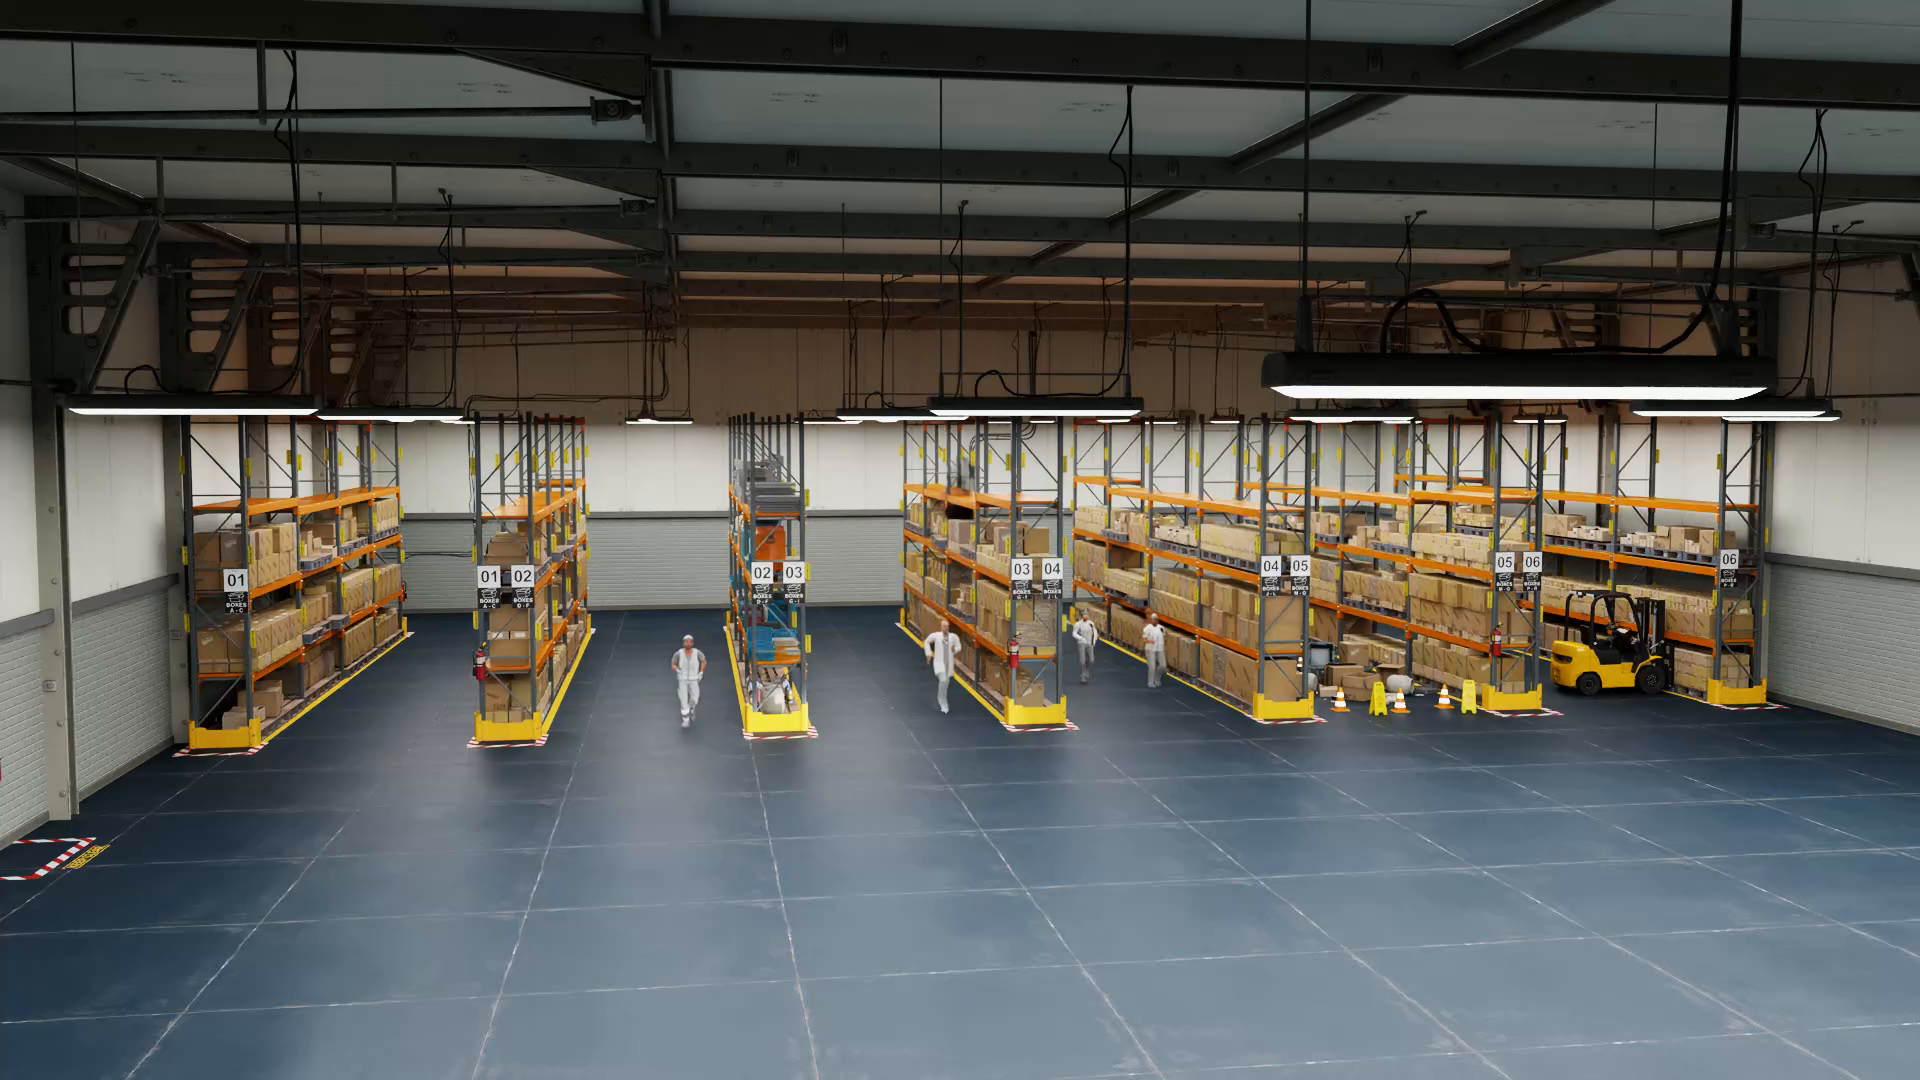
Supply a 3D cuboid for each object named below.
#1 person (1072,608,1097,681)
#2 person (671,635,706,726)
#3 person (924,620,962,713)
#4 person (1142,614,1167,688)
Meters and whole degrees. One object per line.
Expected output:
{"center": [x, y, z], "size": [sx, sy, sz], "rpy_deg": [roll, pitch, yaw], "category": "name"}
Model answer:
{"center": [2.817, 2.358, 37.314], "size": [0.600, 1.666, 0.552], "rpy_deg": [-1, 4, -16], "category": "person"}
{"center": [-5.177, 2.685, 31.744], "size": [0.659, 1.748, 0.599], "rpy_deg": [-1, 4, -12], "category": "person"}
{"center": [-0.325, 2.590, 33.678], "size": [0.666, 1.753, 0.937], "rpy_deg": [-2, 4, -21], "category": "person"}
{"center": [4.287, 2.431, 36.351], "size": [0.591, 1.638, 0.576], "rpy_deg": [-1, 4, -12], "category": "person"}
